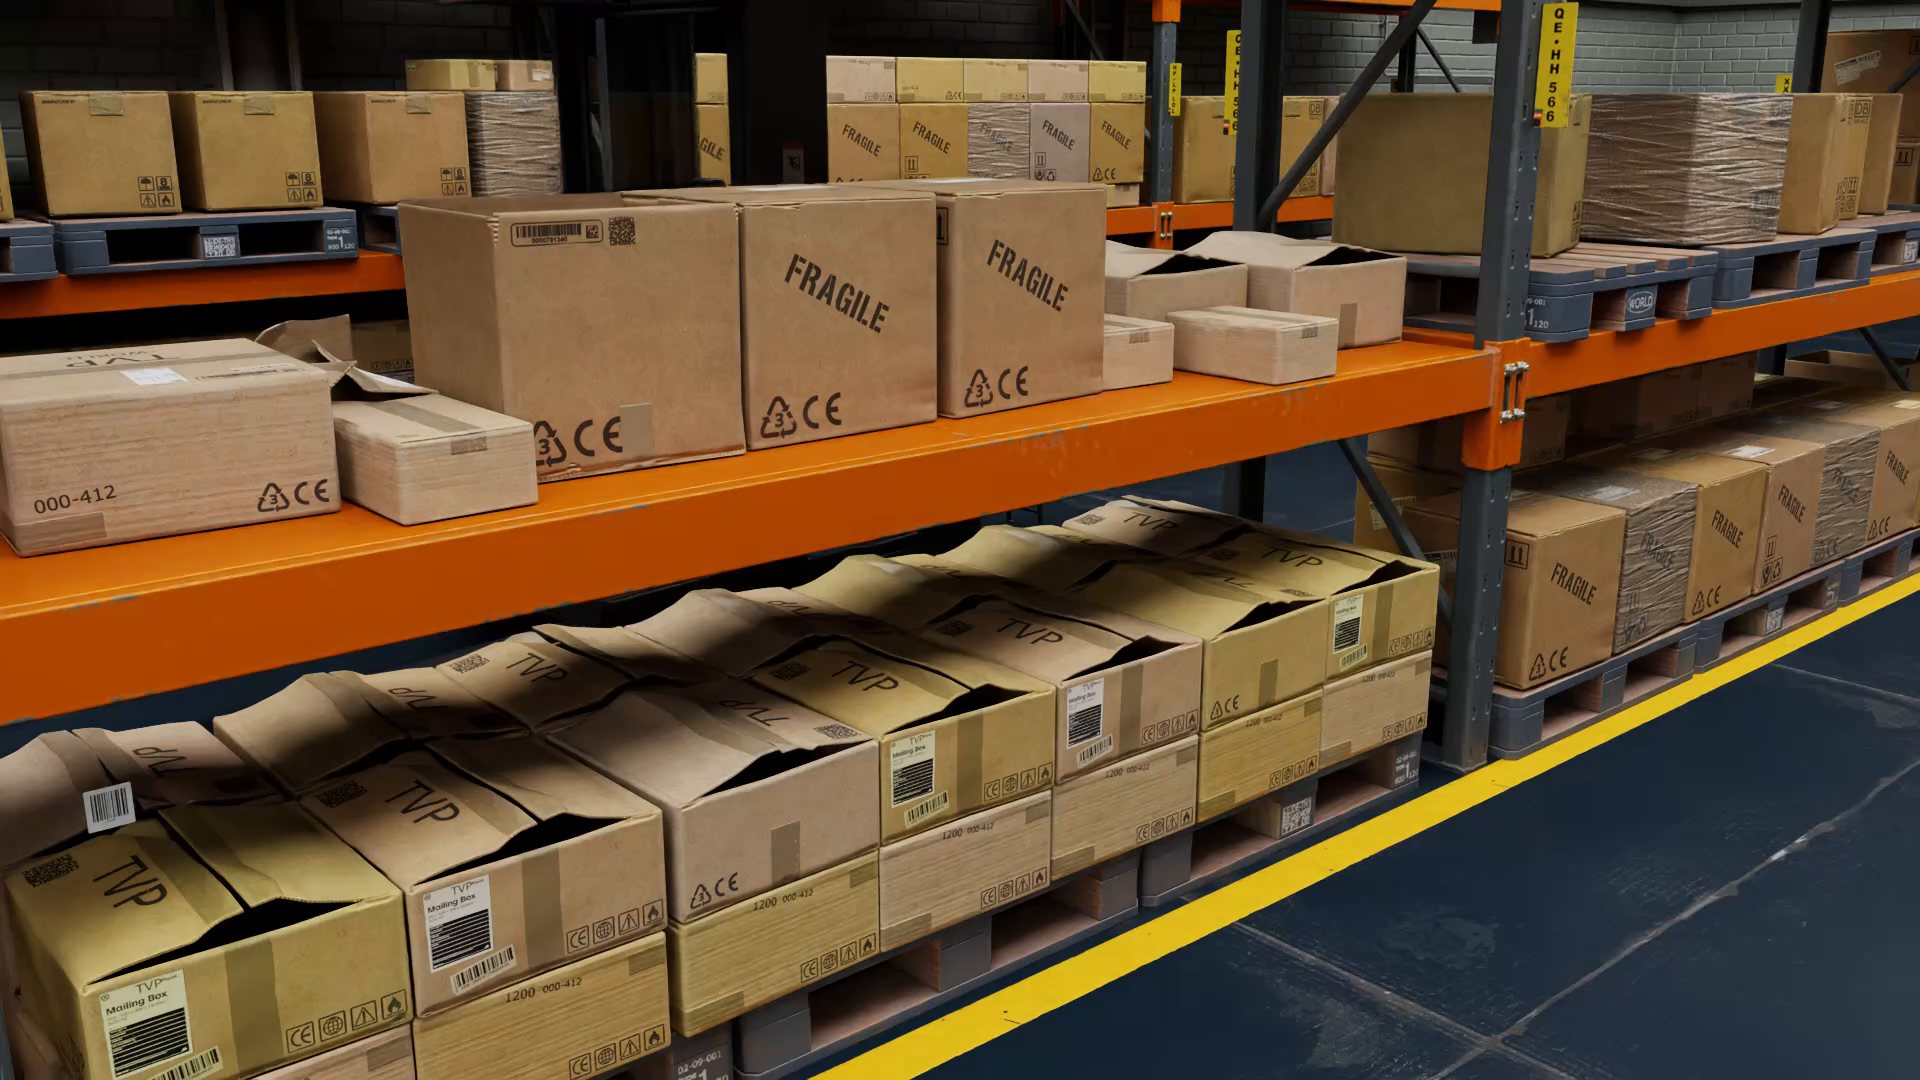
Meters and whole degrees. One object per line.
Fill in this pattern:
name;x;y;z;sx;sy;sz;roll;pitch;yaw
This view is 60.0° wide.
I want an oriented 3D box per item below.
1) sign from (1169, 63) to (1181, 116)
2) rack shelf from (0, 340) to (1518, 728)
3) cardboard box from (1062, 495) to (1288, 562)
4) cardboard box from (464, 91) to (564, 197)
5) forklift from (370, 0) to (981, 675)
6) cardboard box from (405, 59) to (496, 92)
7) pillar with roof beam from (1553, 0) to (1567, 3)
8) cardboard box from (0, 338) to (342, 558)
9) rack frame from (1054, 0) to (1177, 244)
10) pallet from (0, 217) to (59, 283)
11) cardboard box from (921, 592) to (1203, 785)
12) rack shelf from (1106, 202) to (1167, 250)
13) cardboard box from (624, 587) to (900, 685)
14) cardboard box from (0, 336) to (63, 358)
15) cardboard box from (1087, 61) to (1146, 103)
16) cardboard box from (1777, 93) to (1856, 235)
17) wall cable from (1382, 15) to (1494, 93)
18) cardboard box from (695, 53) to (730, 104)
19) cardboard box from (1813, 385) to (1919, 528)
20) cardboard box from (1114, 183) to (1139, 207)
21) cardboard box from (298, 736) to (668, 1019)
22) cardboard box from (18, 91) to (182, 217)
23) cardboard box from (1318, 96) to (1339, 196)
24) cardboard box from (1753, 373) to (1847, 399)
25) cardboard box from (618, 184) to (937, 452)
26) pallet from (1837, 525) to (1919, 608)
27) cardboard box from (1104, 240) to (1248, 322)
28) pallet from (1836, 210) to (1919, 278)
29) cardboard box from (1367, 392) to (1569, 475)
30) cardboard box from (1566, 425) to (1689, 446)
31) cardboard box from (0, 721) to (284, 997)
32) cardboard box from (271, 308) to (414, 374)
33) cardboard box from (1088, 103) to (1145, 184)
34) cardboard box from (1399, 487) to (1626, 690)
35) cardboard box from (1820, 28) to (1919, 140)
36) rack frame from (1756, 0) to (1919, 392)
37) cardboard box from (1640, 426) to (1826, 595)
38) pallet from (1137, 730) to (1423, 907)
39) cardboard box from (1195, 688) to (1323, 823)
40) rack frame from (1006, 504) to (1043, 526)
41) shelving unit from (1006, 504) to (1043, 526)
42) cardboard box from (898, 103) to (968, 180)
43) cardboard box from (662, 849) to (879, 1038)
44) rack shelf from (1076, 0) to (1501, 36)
sign;1.380;-2.897;10.692;0.005;0.325;0.100;-13;19;-39
rack shelf;-0.256;-0.152;3.900;4.000;0.370;1.077;-13;19;-39
cardboard box;0.665;0.048;5.186;0.500;0.311;0.500;-12;19;-38
cardboard box;-2.349;-1.981;8.309;0.700;0.500;0.500;13;20;40
forklift;-1.258;-1.044;5.981;1.130;2.935;3.031;13;20;39
cardboard box;-2.475;-2.255;8.075;0.380;0.149;0.250;12;19;38
pillar with roof beam;8.329;-5.843;12.188;0.400;9.000;9.100;-13;19;-39
cardboard box;-1.422;-0.180;2.902;0.500;0.250;0.500;-11;19;-36
rack frame;1.016;-2.480;11.221;0.127;3.000;1.000;-13;19;-39
pallet;-4.347;-1.133;6.550;1.213;0.211;1.003;-13;19;-39
cardboard box;0.249;0.327;4.140;0.500;0.311;0.500;-13;20;-40
rack shelf;-0.493;-1.793;10.045;4.000;0.370;1.077;-13;19;-39
cardboard box;-0.499;0.312;4.198;0.500;0.311;0.500;-13;20;-40
cardboard box;-4.145;-0.695;7.077;0.500;0.250;0.500;-13;20;-41
cardboard box;0.832;-2.915;10.587;0.500;0.250;0.500;-12;19;-38
cardboard box;2.978;-1.456;6.380;0.700;0.500;0.500;10;18;33
wall cable;4.379;-4.049;15.128;1.851;1.984;0.084;-13;19;-39
cardboard box;-1.468;-2.398;8.651;0.500;0.250;0.500;-12;19;-38
cardboard box;4.086;-0.381;7.357;0.500;0.500;0.500;-13;20;-40
cardboard box;0.947;-2.256;10.830;0.250;0.149;0.380;-12;19;-39
cardboard box;-0.908;0.589;3.161;0.500;0.311;0.500;-13;20;-40
cardboard box;-3.710;-1.676;7.165;0.500;0.500;0.700;-10;18;-32
cardboard box;2.533;-2.961;12.442;0.700;0.700;0.980;-14;20;-42
cardboard box;3.746;-0.486;7.749;0.500;0.500;0.500;-14;20;-42
cardboard box;-0.399;-0.510;3.653;0.500;0.500;0.500;-13;19;-39
pallet;3.682;-0.023;7.429;1.213;0.211;1.003;-13;19;-39
cardboard box;0.451;-0.681;4.661;0.500;0.311;0.500;-13;20;-40
pallet;3.596;-1.309;7.210;1.213;0.211;1.003;-13;19;-39
cardboard box;1.844;-0.420;6.048;0.500;0.250;0.500;-12;19;-37
cardboard box;2.587;-0.225;6.771;0.500;0.500;0.500;-14;20;-41
cardboard box;-1.647;0.570;3.233;0.500;0.311;0.500;-13;19;-39
cardboard box;-2.982;-0.953;8.042;0.500;0.250;0.500;-12;19;-38
cardboard box;0.833;-2.554;10.690;0.500;0.500;0.500;-13;20;-40
cardboard box;1.784;0.135;5.422;0.500;0.500;0.500;-12;19;-37
cardboard box;4.482;-2.183;7.980;0.500;0.500;0.500;-13;19;-39
rack frame;4.271;-1.516;7.613;0.127;3.000;1.000;-13;19;-39
cardboard box;2.947;-0.128;6.407;0.500;0.500;0.500;-14;20;-41
pallet;0.606;0.641;4.942;1.213;0.211;1.003;-13;19;-39
cardboard box;0.630;0.512;4.536;0.500;0.250;0.500;-13;20;-40
rack frame;0.309;-0.649;7.855;0.015;1.200;0.240;-13;19;-39
shelving unit;0.125;-0.608;7.700;0.503;1.200;0.258;-13;19;-39
cardboard box;-0.303;-2.297;9.727;0.500;0.500;0.500;-12;19;-38
cardboard box;-0.522;0.770;3.569;0.500;0.250;0.500;-13;20;-41
rack shelf;2.525;-3.920;12.195;4.000;0.370;1.077;-13;19;-39
